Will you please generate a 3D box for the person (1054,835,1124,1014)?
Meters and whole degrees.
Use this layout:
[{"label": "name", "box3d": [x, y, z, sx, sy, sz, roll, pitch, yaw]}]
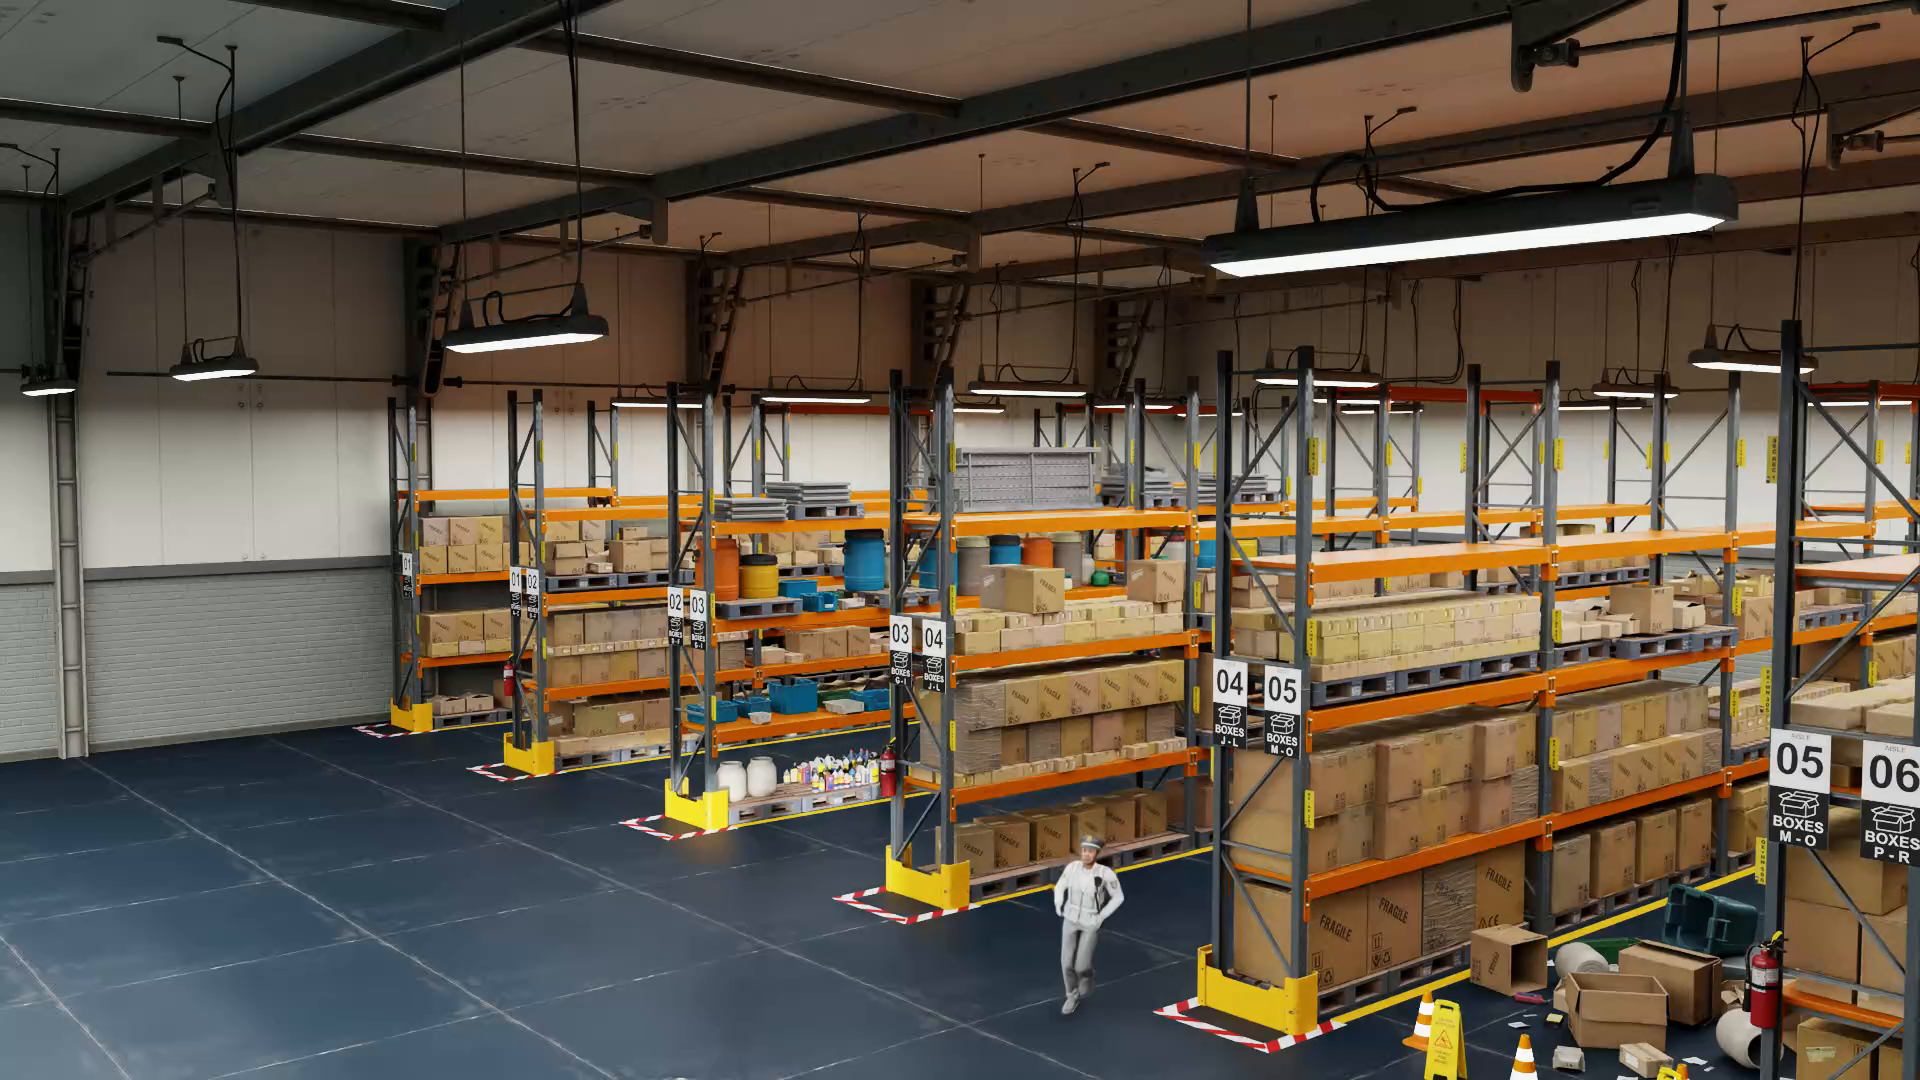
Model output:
[{"label": "person", "box3d": [1.143, 3.477, 15.092, 0.642, 1.637, 0.590, 2, 4, 25]}]
